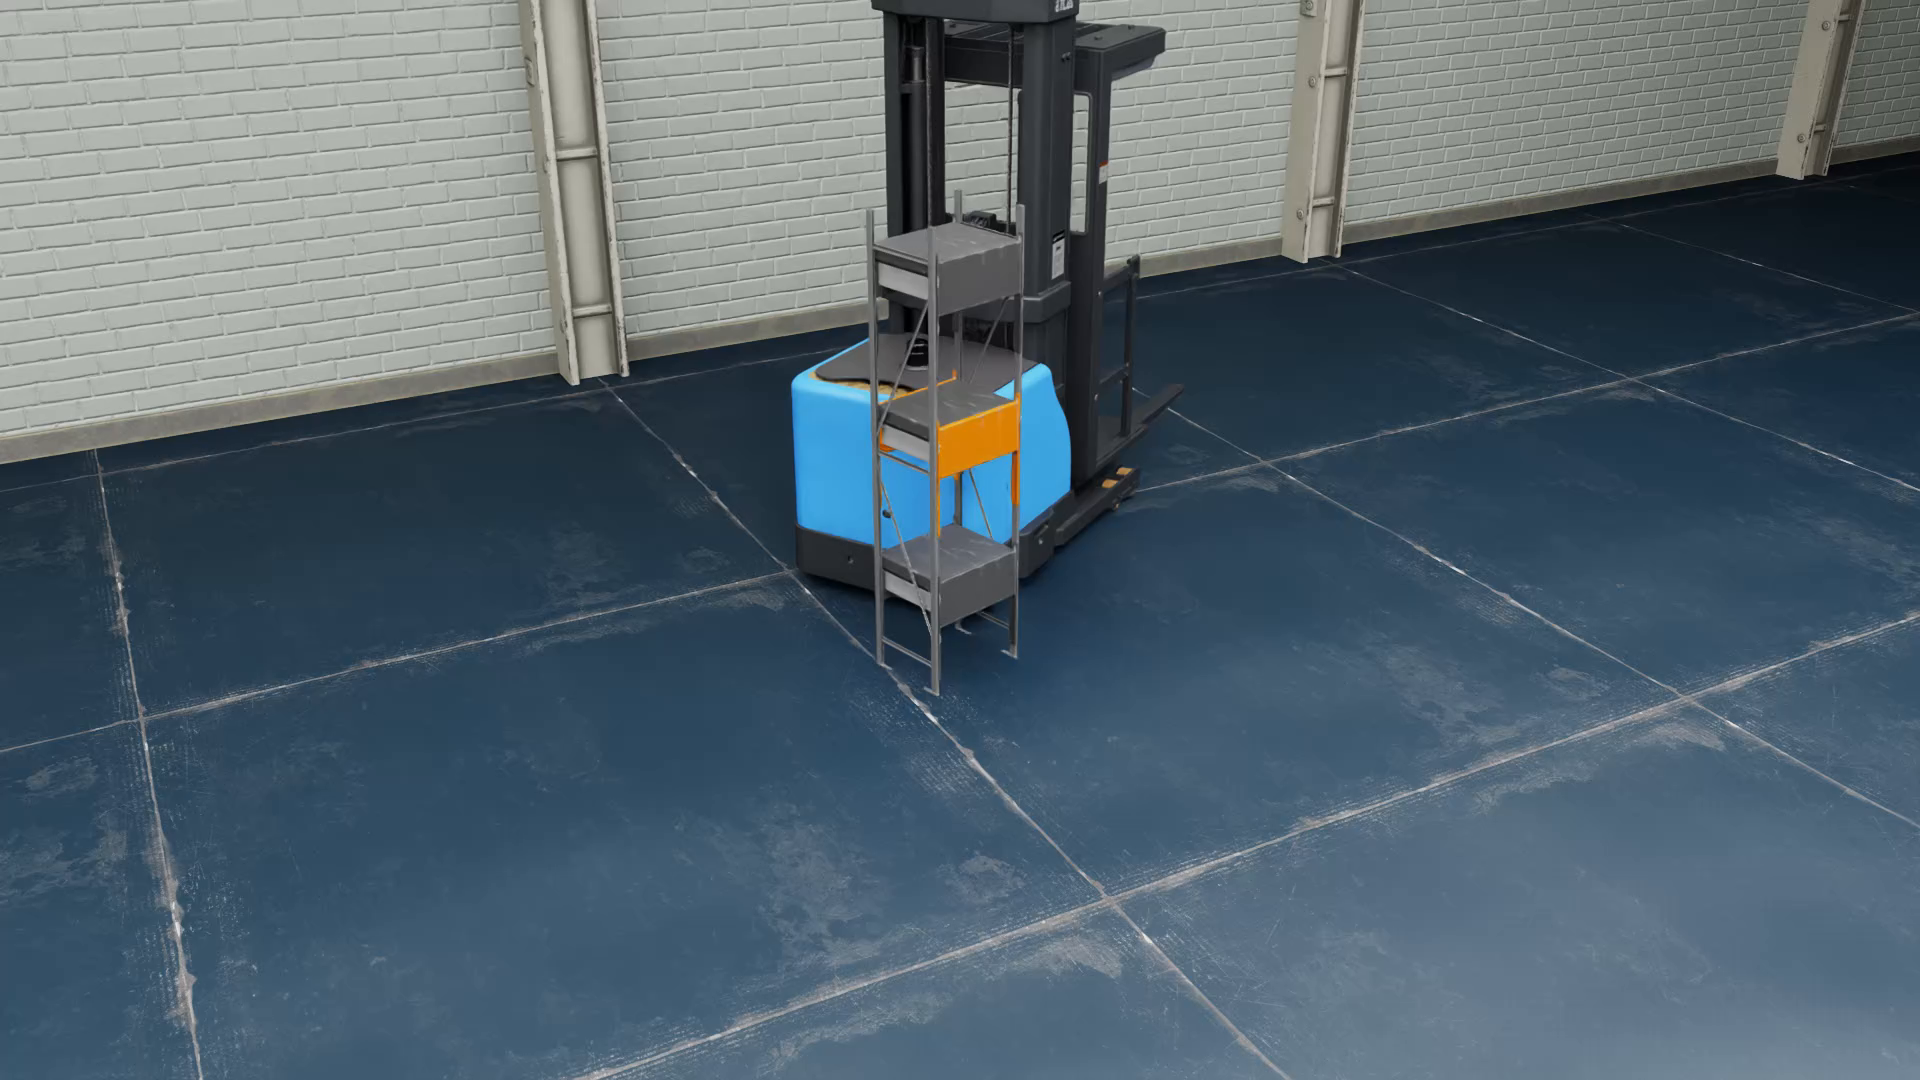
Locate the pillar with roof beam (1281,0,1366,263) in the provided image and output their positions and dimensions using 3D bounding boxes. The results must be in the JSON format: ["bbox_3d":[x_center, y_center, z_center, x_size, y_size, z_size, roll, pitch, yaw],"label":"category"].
[{"bbox_3d":[4.887,-4.743,8.231,0.400,9.000,9.100,-13,29,-25],"label":"pillar with roof beam"}]

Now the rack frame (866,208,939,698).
[{"bbox_3d":[-0.235,-0.319,6.988,0.015,2.100,0.400,-22,34,-38],"label":"rack frame"}]

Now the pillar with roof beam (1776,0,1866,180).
[{"bbox_3d":[10.181,-5.965,10.776,0.400,9.000,9.100,-13,29,-25],"label":"pillar with roof beam"}]

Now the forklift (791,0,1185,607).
[{"bbox_3d":[0.347,-1.576,8.645,1.130,2.935,3.031,14,29,26],"label":"forklift"}]

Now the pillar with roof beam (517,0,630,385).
[{"bbox_3d":[-0.407,-3.521,5.686,0.400,9.000,9.100,-13,29,-25],"label":"pillar with roof beam"}]

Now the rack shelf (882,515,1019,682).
[{"bbox_3d":[-0.058,0.252,7.448,0.480,0.518,0.431,-22,34,-38],"label":"rack shelf"}]

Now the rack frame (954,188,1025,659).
[{"bbox_3d":[0.119,-0.464,7.291,0.015,2.100,0.400,-22,34,-38],"label":"rack frame"}]

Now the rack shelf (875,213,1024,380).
[{"bbox_3d":[-0.058,-1.010,6.842,0.480,0.518,0.431,-22,34,-38],"label":"rack shelf"}]

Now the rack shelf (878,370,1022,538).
[{"bbox_3d":[-0.058,-0.379,7.145,0.480,0.518,0.431,-22,34,-38],"label":"rack shelf"}]

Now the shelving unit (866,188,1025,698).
[{"bbox_3d":[-0.058,-0.391,7.139,0.503,2.100,0.431,-22,34,-38],"label":"shelving unit"}]
